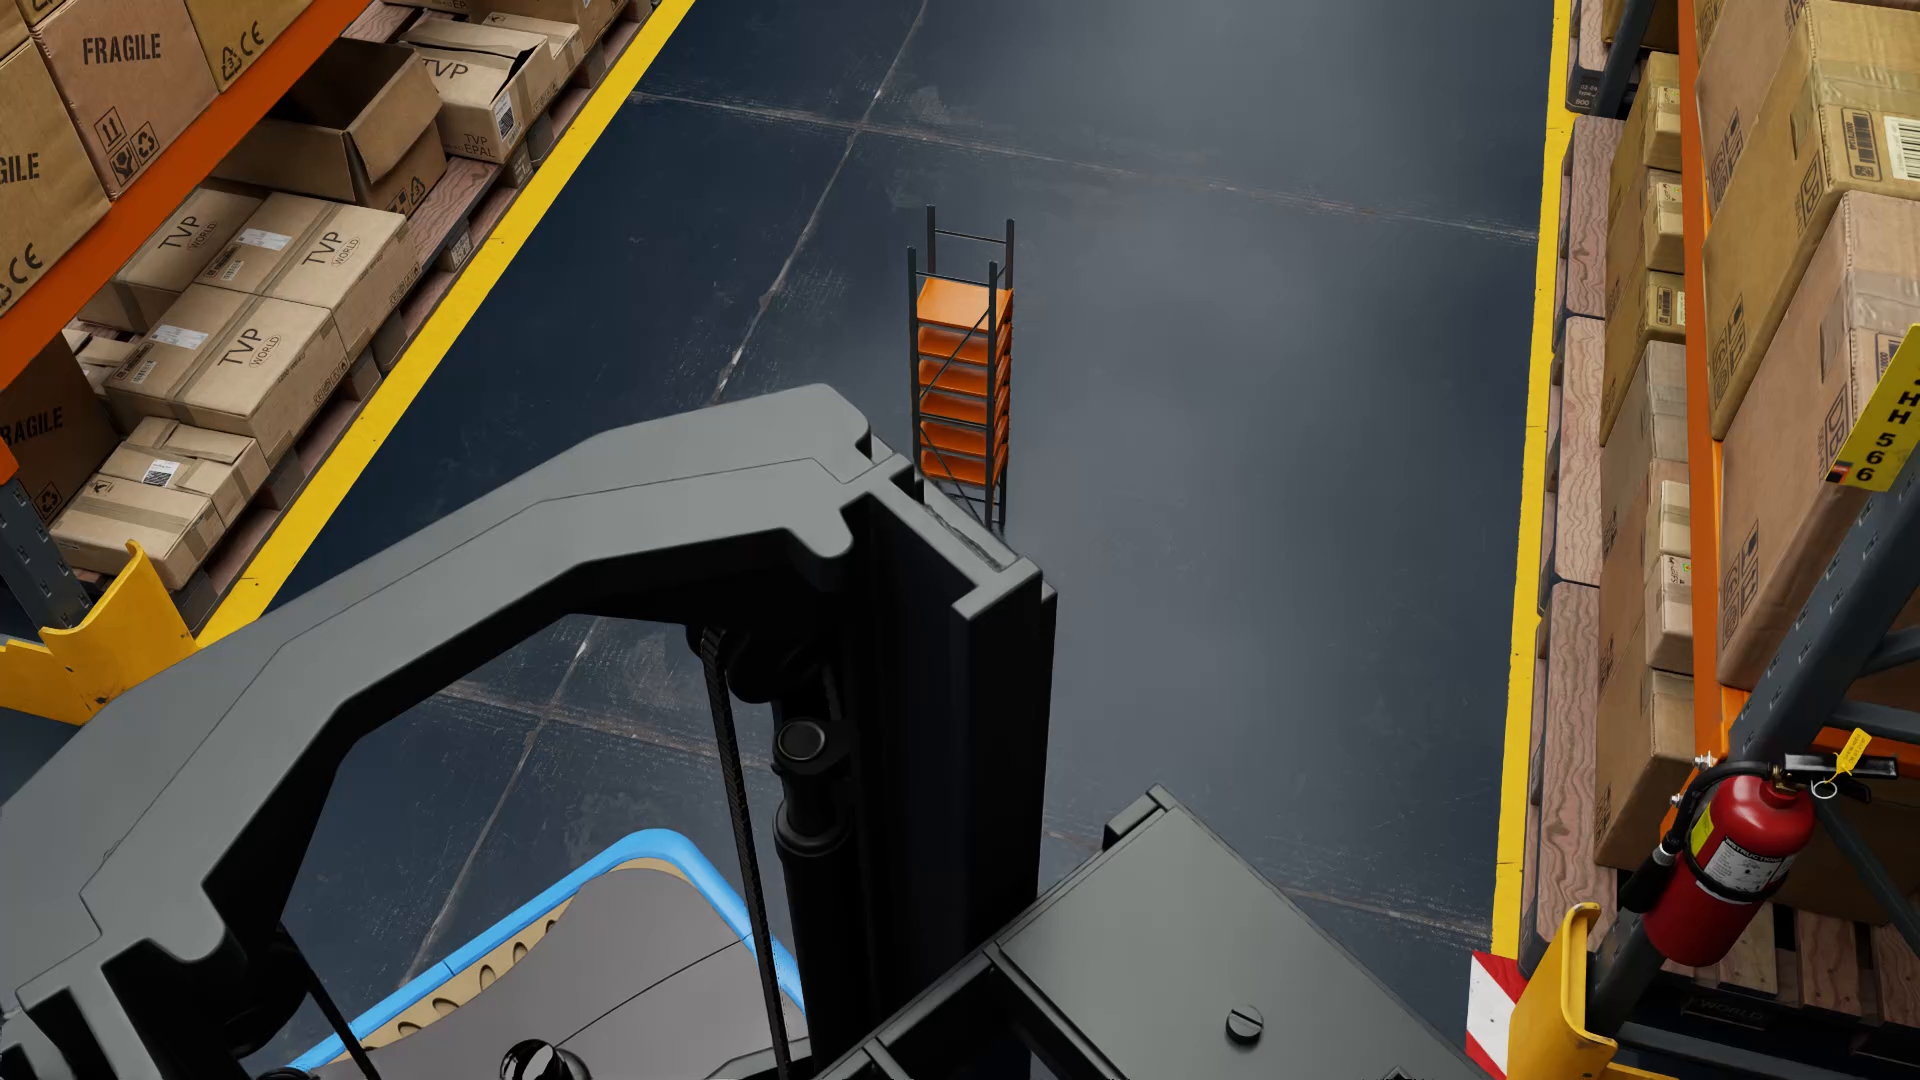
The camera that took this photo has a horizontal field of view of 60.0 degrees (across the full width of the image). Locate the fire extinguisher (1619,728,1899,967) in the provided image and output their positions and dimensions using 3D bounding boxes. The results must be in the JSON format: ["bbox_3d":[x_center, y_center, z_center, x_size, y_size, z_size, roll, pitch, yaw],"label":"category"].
[{"bbox_3d":[1.444,0.554,3.061,0.296,0.674,0.183,12,50,10],"label":"fire extinguisher"}]

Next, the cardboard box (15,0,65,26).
[{"bbox_3d":[-2.350,-1.600,3.928,0.500,0.500,0.500,12,50,10],"label":"cardboard box"}]

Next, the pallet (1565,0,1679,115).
[{"bbox_3d":[3.112,-2.156,7.012,1.003,0.211,1.213,12,50,10],"label":"pallet"}]

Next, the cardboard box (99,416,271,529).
[{"bbox_3d":[-2.344,-0.212,5.032,0.380,0.166,0.250,12,50,10],"label":"cardboard box"}]

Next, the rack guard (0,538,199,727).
[{"bbox_3d":[-2.831,0.185,4.754,1.175,0.500,0.348,12,50,10],"label":"rack guard"}]

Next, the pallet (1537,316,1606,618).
[{"bbox_3d":[2.387,-0.164,5.254,1.003,0.211,1.213,12,50,10],"label":"pallet"}]

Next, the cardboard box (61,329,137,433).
[{"bbox_3d":[-2.752,-0.513,5.298,0.380,0.166,0.250,12,50,10],"label":"cardboard box"}]

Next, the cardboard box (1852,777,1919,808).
[{"bbox_3d":[2.177,0.465,3.794,0.380,0.149,0.250,12,50,10],"label":"cardboard box"}]

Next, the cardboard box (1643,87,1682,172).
[{"bbox_3d":[2.420,-1.300,5.351,0.380,0.149,0.250,13,50,11],"label":"cardboard box"}]

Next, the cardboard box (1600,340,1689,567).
[{"bbox_3d":[2.280,-0.177,4.792,0.700,0.500,0.500,10,49,9],"label":"cardboard box"}]

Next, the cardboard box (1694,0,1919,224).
[{"bbox_3d":[2.444,-1.161,4.074,0.980,0.700,0.700,9,49,8],"label":"cardboard box"}]

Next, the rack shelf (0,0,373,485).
[{"bbox_3d":[-2.325,-1.796,5.314,1.077,0.370,4.000,12,50,10],"label":"rack shelf"}]

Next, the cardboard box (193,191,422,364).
[{"bbox_3d":[-2.171,-0.884,5.570,0.500,0.250,0.500,12,50,10],"label":"cardboard box"}]

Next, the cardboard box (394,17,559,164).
[{"bbox_3d":[-1.872,-1.726,6.273,0.500,0.311,0.500,12,50,10],"label":"cardboard box"}]

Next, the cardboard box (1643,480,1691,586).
[{"bbox_3d":[1.941,0.021,4.185,0.380,0.149,0.250,13,50,11],"label":"cardboard box"}]

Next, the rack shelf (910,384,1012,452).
[{"bbox_3d":[0.004,-0.378,4.843,0.258,0.103,0.180,12,50,10],"label":"rack shelf"}]

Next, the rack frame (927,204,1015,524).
[{"bbox_3d":[0.028,-0.474,4.868,0.240,1.200,0.006,12,50,10],"label":"rack frame"}]

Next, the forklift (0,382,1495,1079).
[{"bbox_3d":[0.000,1.366,2.089,1.130,2.935,3.031,-33,56,-26],"label":"forklift"}]

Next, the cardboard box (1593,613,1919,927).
[{"bbox_3d":[2.017,0.549,4.152,0.700,0.500,0.500,12,50,10],"label":"cardboard box"}]

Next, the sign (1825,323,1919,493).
[{"bbox_3d":[1.409,-0.191,2.488,0.100,0.325,0.005,12,50,10],"label":"sign"}]

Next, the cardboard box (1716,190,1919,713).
[{"bbox_3d":[2.054,-0.083,3.122,0.980,0.700,0.700,14,50,12],"label":"cardboard box"}]

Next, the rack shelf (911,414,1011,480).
[{"bbox_3d":[0.004,-0.299,4.933,0.258,0.103,0.180,12,50,10],"label":"rack shelf"}]

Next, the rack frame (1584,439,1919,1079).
[{"bbox_3d":[1.929,0.387,2.908,1.000,3.000,0.127,12,50,10],"label":"rack frame"}]

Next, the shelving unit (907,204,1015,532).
[{"bbox_3d":[0.004,-0.408,4.809,0.258,1.200,0.189,12,50,10],"label":"shelving unit"}]

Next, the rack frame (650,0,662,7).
[{"bbox_3d":[-1.798,-3.481,6.322,1.000,3.000,0.127,12,50,10],"label":"rack frame"}]

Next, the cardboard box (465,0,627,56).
[{"bbox_3d":[-1.675,-2.331,6.681,0.500,0.500,0.500,12,50,10],"label":"cardboard box"}]

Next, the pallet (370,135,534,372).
[{"bbox_3d":[-2.299,-1.176,6.148,1.003,0.211,1.213,12,50,10],"label":"pallet"}]

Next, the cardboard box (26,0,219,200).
[{"bbox_3d":[-2.349,-1.264,4.298,0.500,0.500,0.500,11,50,10],"label":"cardboard box"}]

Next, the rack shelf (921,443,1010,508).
[{"bbox_3d":[0.004,-0.219,5.023,0.258,0.103,0.180,12,50,10],"label":"rack shelf"}]

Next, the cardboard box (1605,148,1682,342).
[{"bbox_3d":[2.551,-0.934,5.461,0.700,0.500,0.500,11,50,10],"label":"cardboard box"}]
